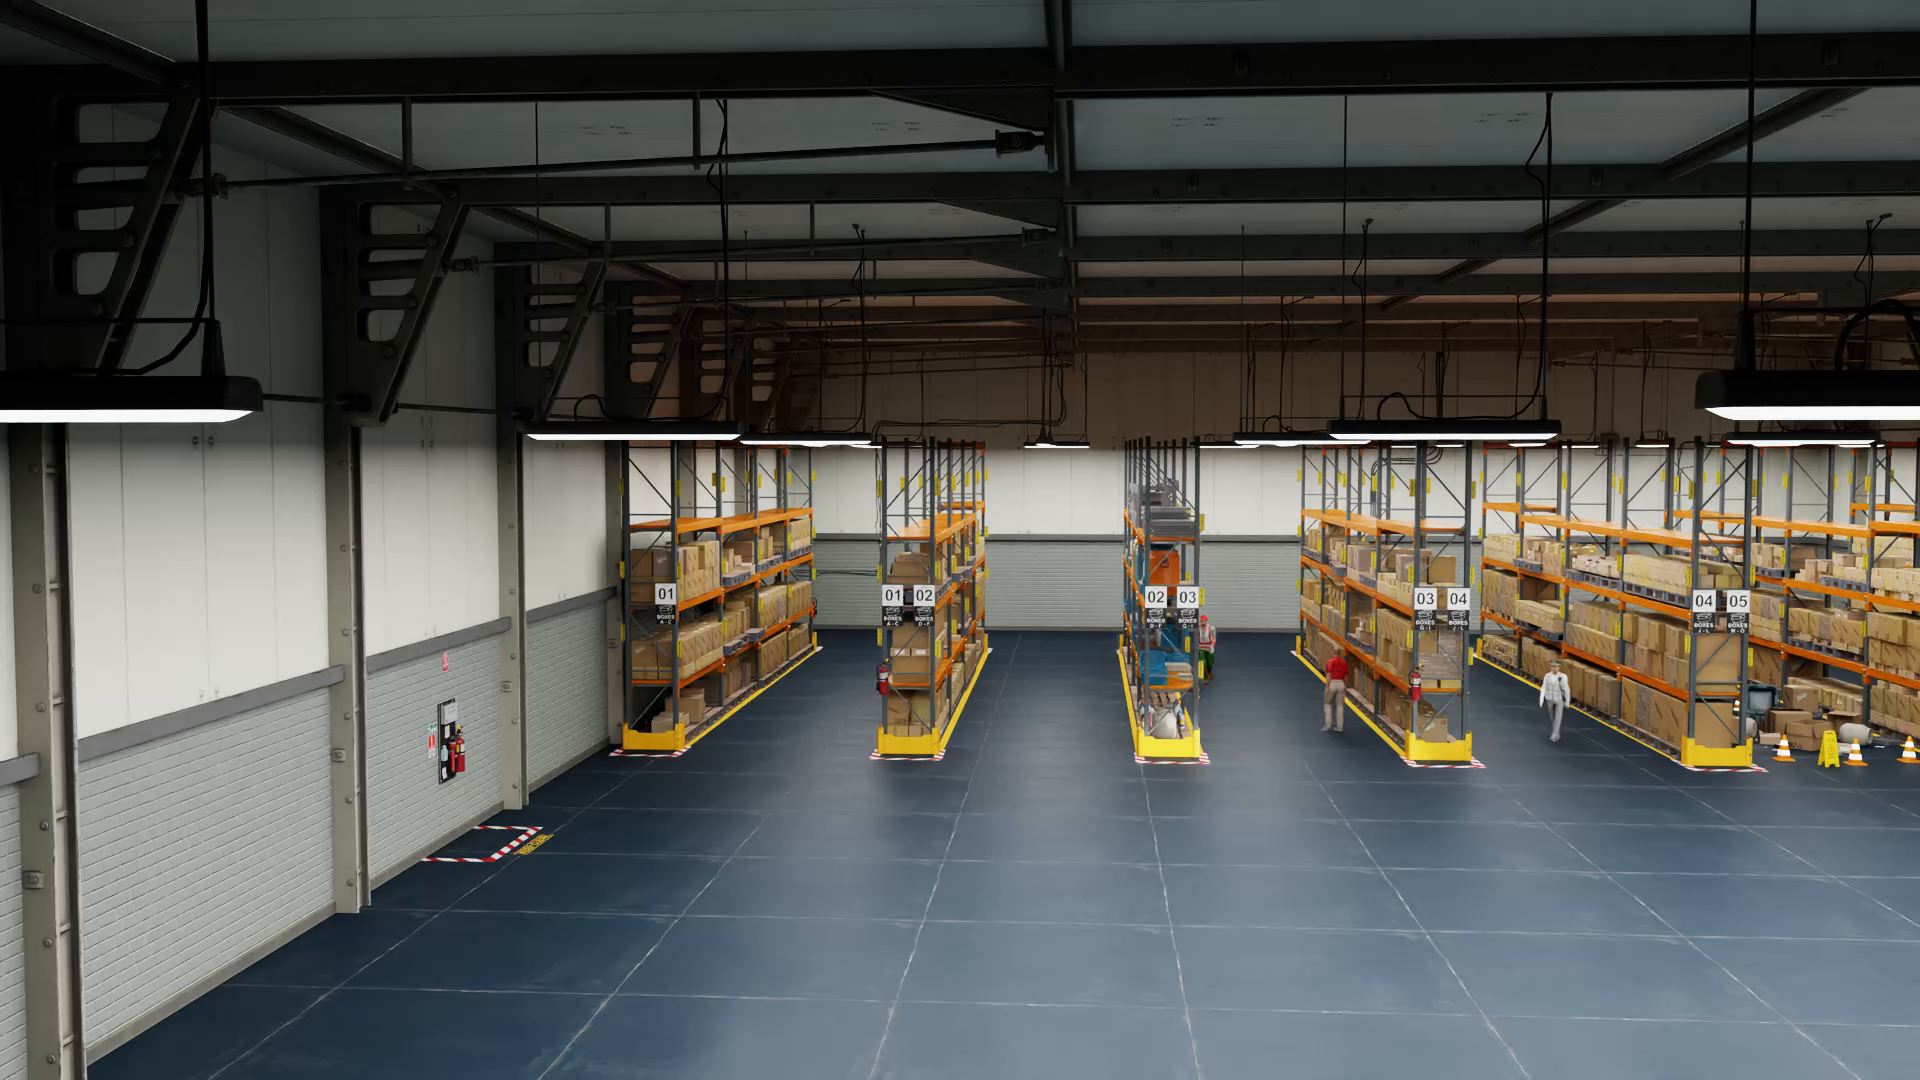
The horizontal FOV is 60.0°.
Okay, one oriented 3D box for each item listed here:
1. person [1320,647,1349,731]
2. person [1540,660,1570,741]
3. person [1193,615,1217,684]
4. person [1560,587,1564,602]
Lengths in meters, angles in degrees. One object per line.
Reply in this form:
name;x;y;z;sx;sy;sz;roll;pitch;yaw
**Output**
person;7.698;3.077;33.963;0.545;1.784;0.600;0;3;-4
person;11.636;3.149;32.605;0.514;1.616;1.049;3;4;41
person;6.048;2.680;41.105;0.589;1.699;0.793;1;3;14
person;18.135;2.218;50.032;0.659;1.627;0.486;-2;4;-35
